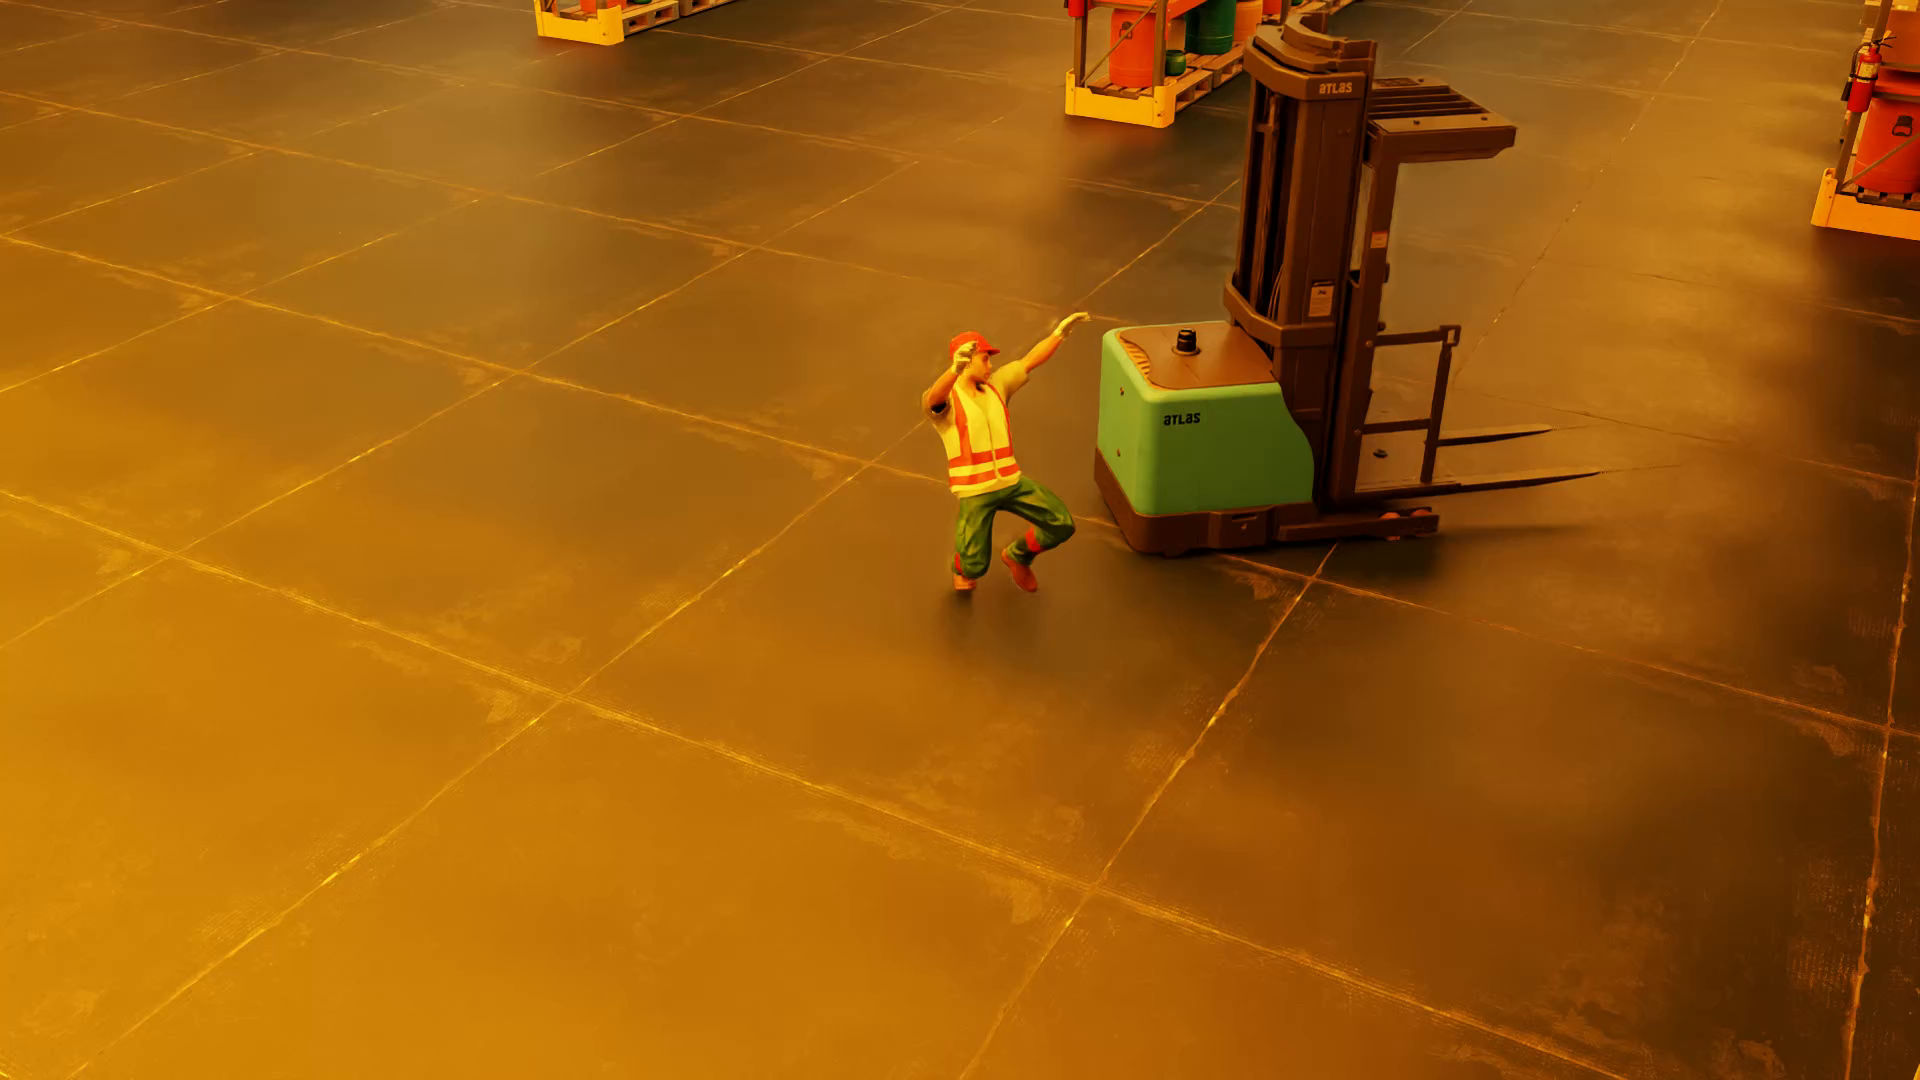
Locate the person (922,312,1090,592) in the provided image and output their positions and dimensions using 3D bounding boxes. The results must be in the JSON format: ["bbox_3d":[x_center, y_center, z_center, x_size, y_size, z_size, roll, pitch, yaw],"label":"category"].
[{"bbox_3d":[0.278,-0.460,9.139,1.050,1.676,0.803,-16,34,-26],"label":"person"}]

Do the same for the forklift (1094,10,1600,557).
[{"bbox_3d":[2.416,-1.522,9.707,3.031,2.935,1.130,-5,30,-9],"label":"forklift"}]
